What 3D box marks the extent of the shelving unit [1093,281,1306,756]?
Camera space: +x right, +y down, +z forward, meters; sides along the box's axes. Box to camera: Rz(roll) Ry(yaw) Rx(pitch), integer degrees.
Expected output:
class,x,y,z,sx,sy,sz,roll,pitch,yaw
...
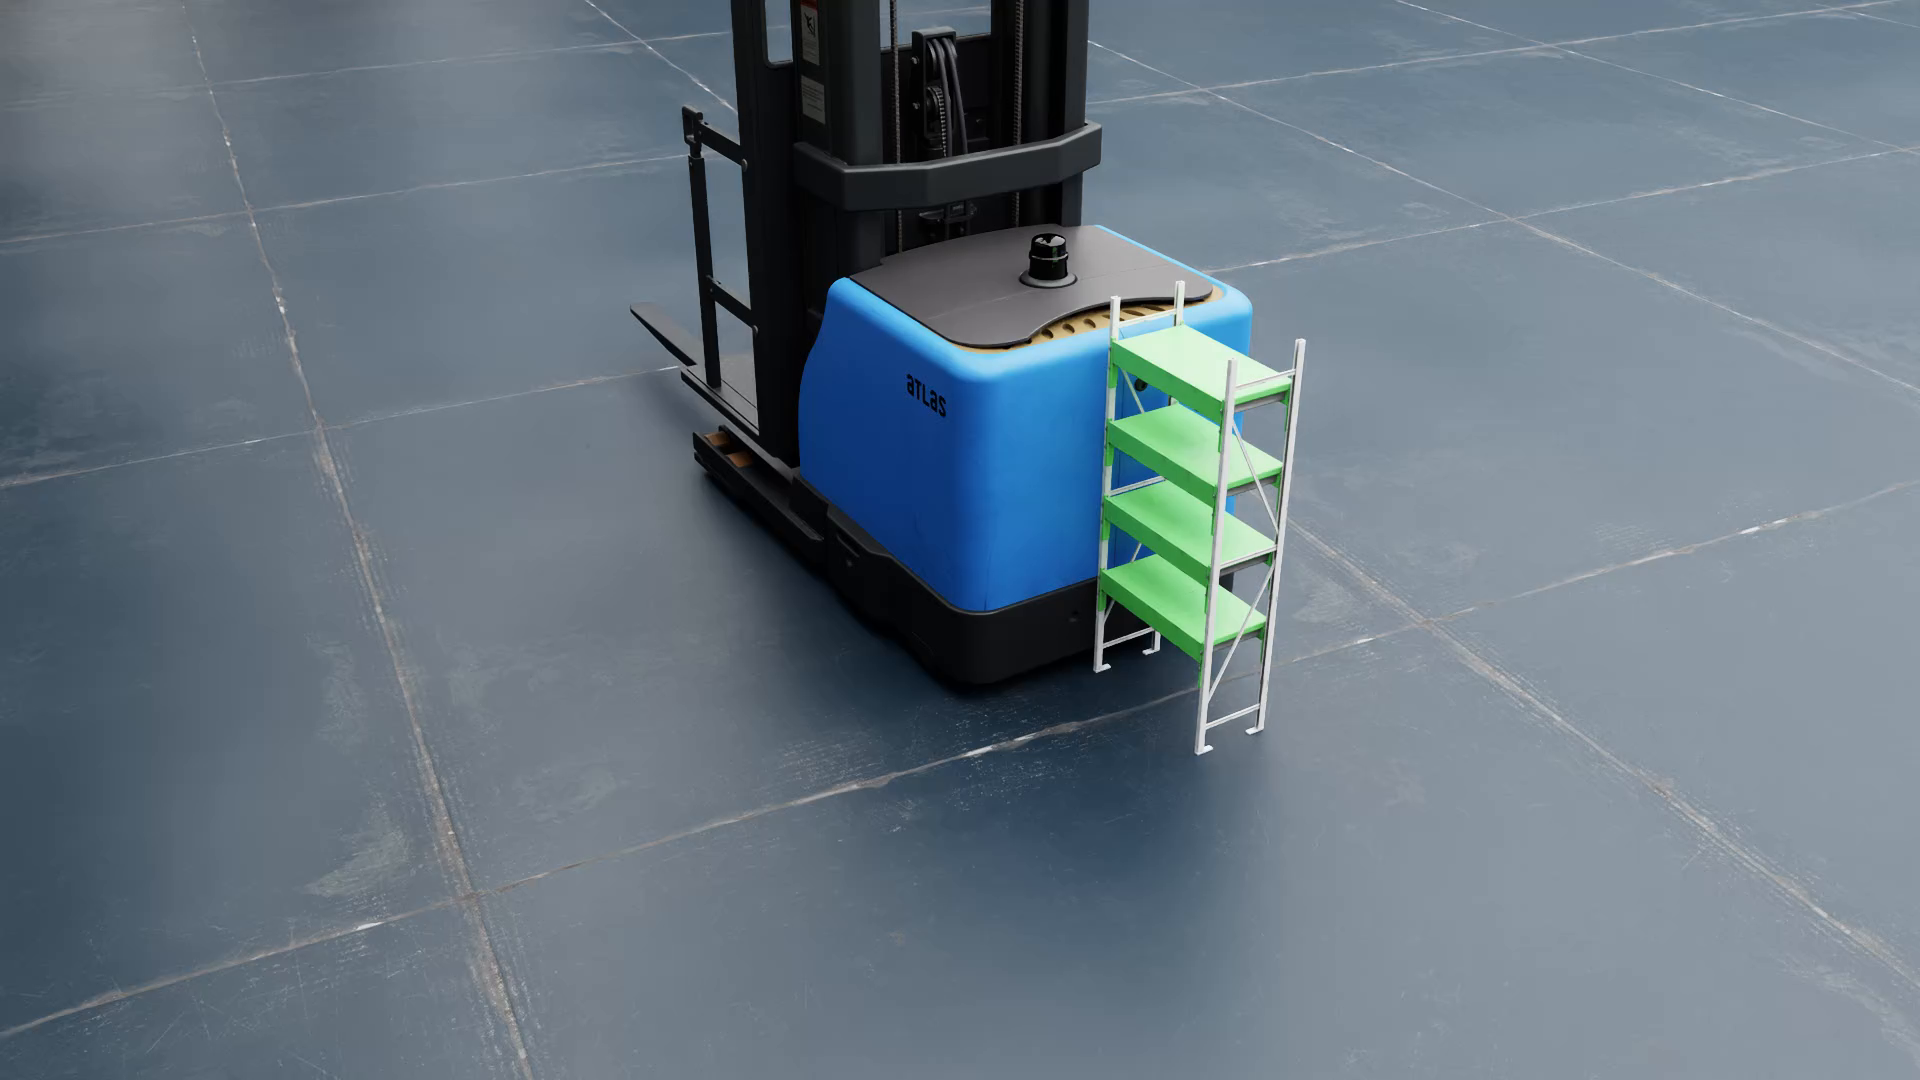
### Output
class,x,y,z,sx,sy,sz,roll,pitch,yaw
shelving unit,0.638,-0.053,4.618,0.258,1.200,0.503,-17,33,-27

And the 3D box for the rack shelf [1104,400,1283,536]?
class,x,y,z,sx,sy,sz,roll,pitch,yaw
rack shelf,0.638,-0.207,4.532,0.258,0.148,0.480,-17,33,-27

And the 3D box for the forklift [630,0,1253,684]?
class,x,y,z,sx,sy,sz,roll,pitch,yaw
forklift,-0.329,-1.540,5.500,1.130,2.935,3.031,-17,33,-27

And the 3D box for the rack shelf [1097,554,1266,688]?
class,x,y,z,sx,sy,sz,roll,pitch,yaw
rack shelf,0.638,0.212,4.767,0.258,0.148,0.480,-17,33,-27

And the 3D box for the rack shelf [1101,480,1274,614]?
class,x,y,z,sx,sy,sz,roll,pitch,yaw
rack shelf,0.638,0.003,4.649,0.258,0.148,0.480,-17,33,-27

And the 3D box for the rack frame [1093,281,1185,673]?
class,x,y,z,sx,sy,sz,roll,pitch,yaw
rack frame,0.510,-0.155,4.799,0.240,1.200,0.015,-17,33,-27

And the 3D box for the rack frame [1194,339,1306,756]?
class,x,y,z,sx,sy,sz,roll,pitch,yaw
rack frame,0.766,0.048,4.437,0.240,1.200,0.015,-17,33,-27

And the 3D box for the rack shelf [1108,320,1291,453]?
class,x,y,z,sx,sy,sz,roll,pitch,yaw
rack shelf,0.638,-0.416,4.415,0.258,0.148,0.480,-17,33,-27
